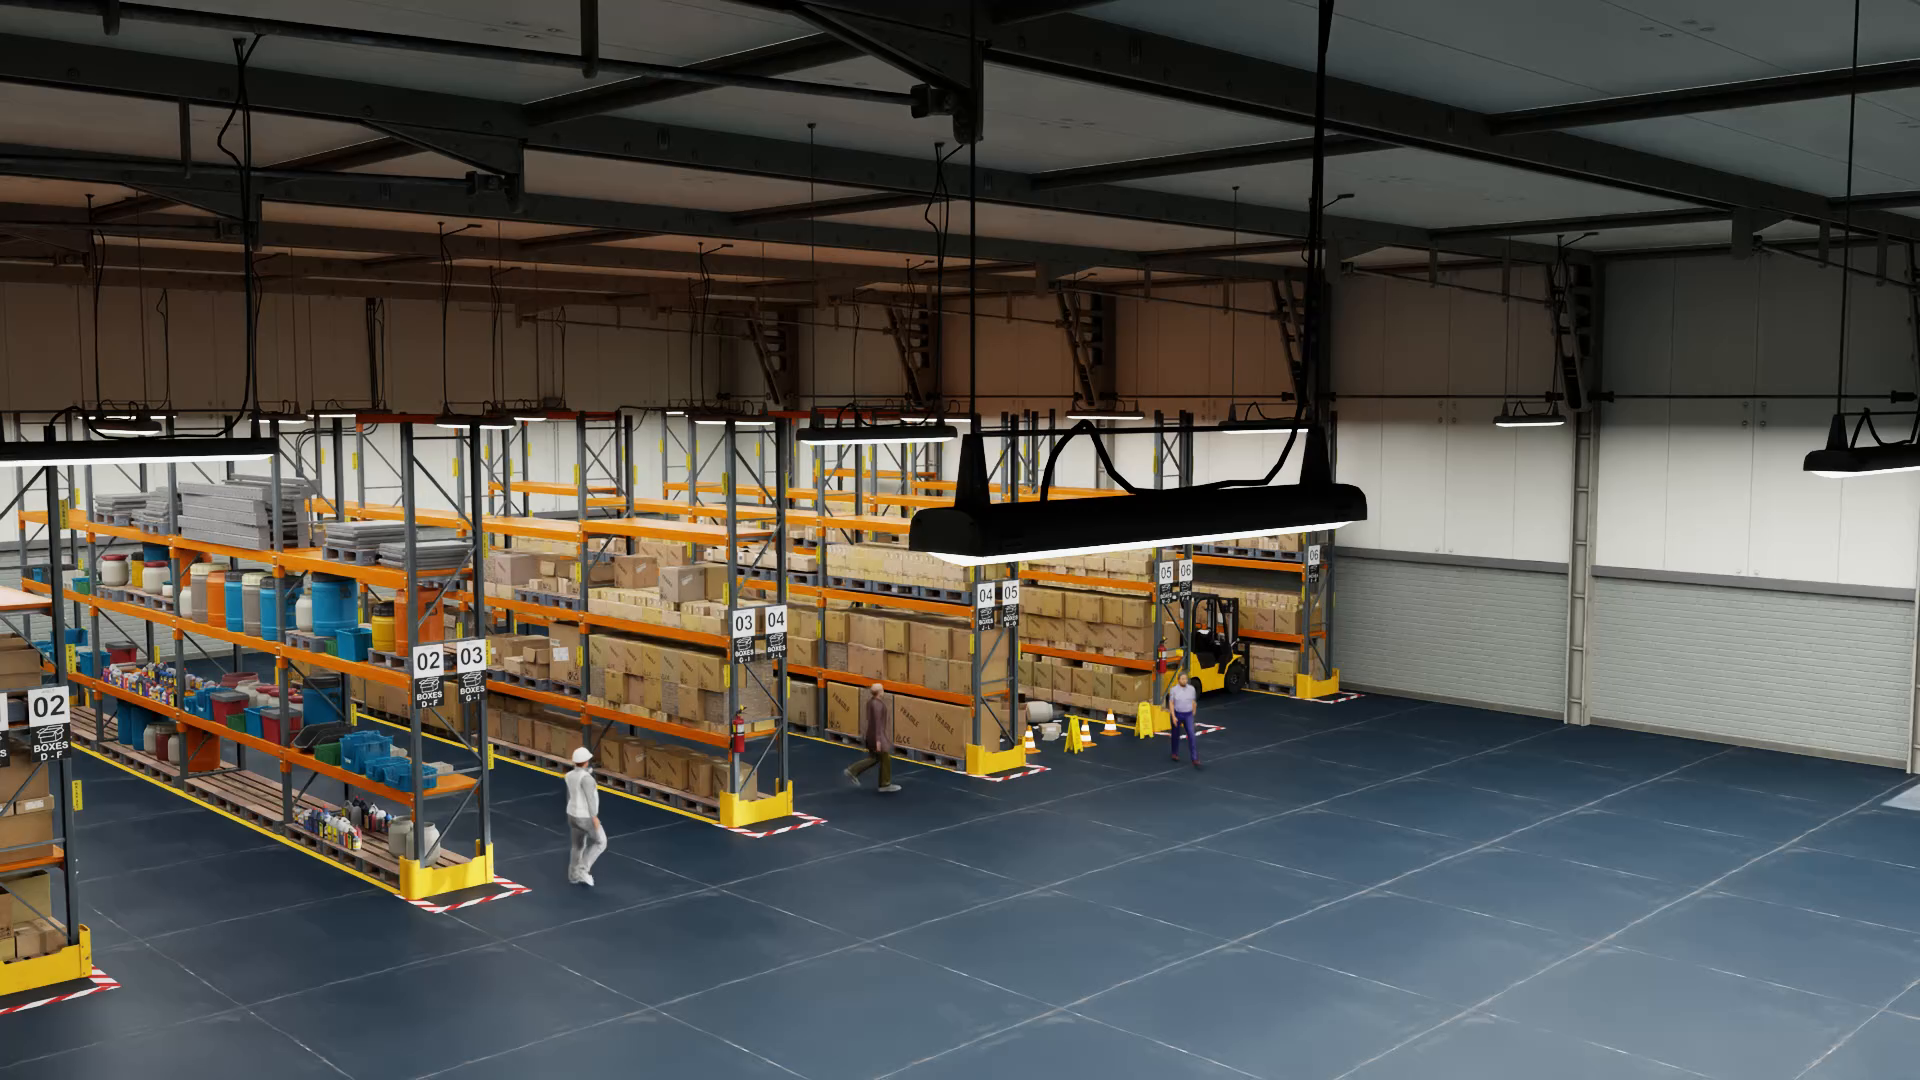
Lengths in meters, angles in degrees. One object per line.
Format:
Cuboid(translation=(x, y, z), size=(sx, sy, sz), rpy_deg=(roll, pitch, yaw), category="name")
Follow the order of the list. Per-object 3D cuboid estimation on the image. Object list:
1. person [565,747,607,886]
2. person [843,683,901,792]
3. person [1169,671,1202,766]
Cuboid(translation=(-4.866, 3.564, 21.534), size=(0.430, 1.779, 0.564), rpy_deg=(-5, 7, -45), category="person")
Cuboid(translation=(-1.406, 3.140, 26.523), size=(0.928, 1.749, 0.602), rpy_deg=(0, 5, -5), category="person")
Cuboid(translation=(3.853, 3.047, 28.511), size=(0.548, 1.589, 1.009), rpy_deg=(0, 5, 4), category="person")
